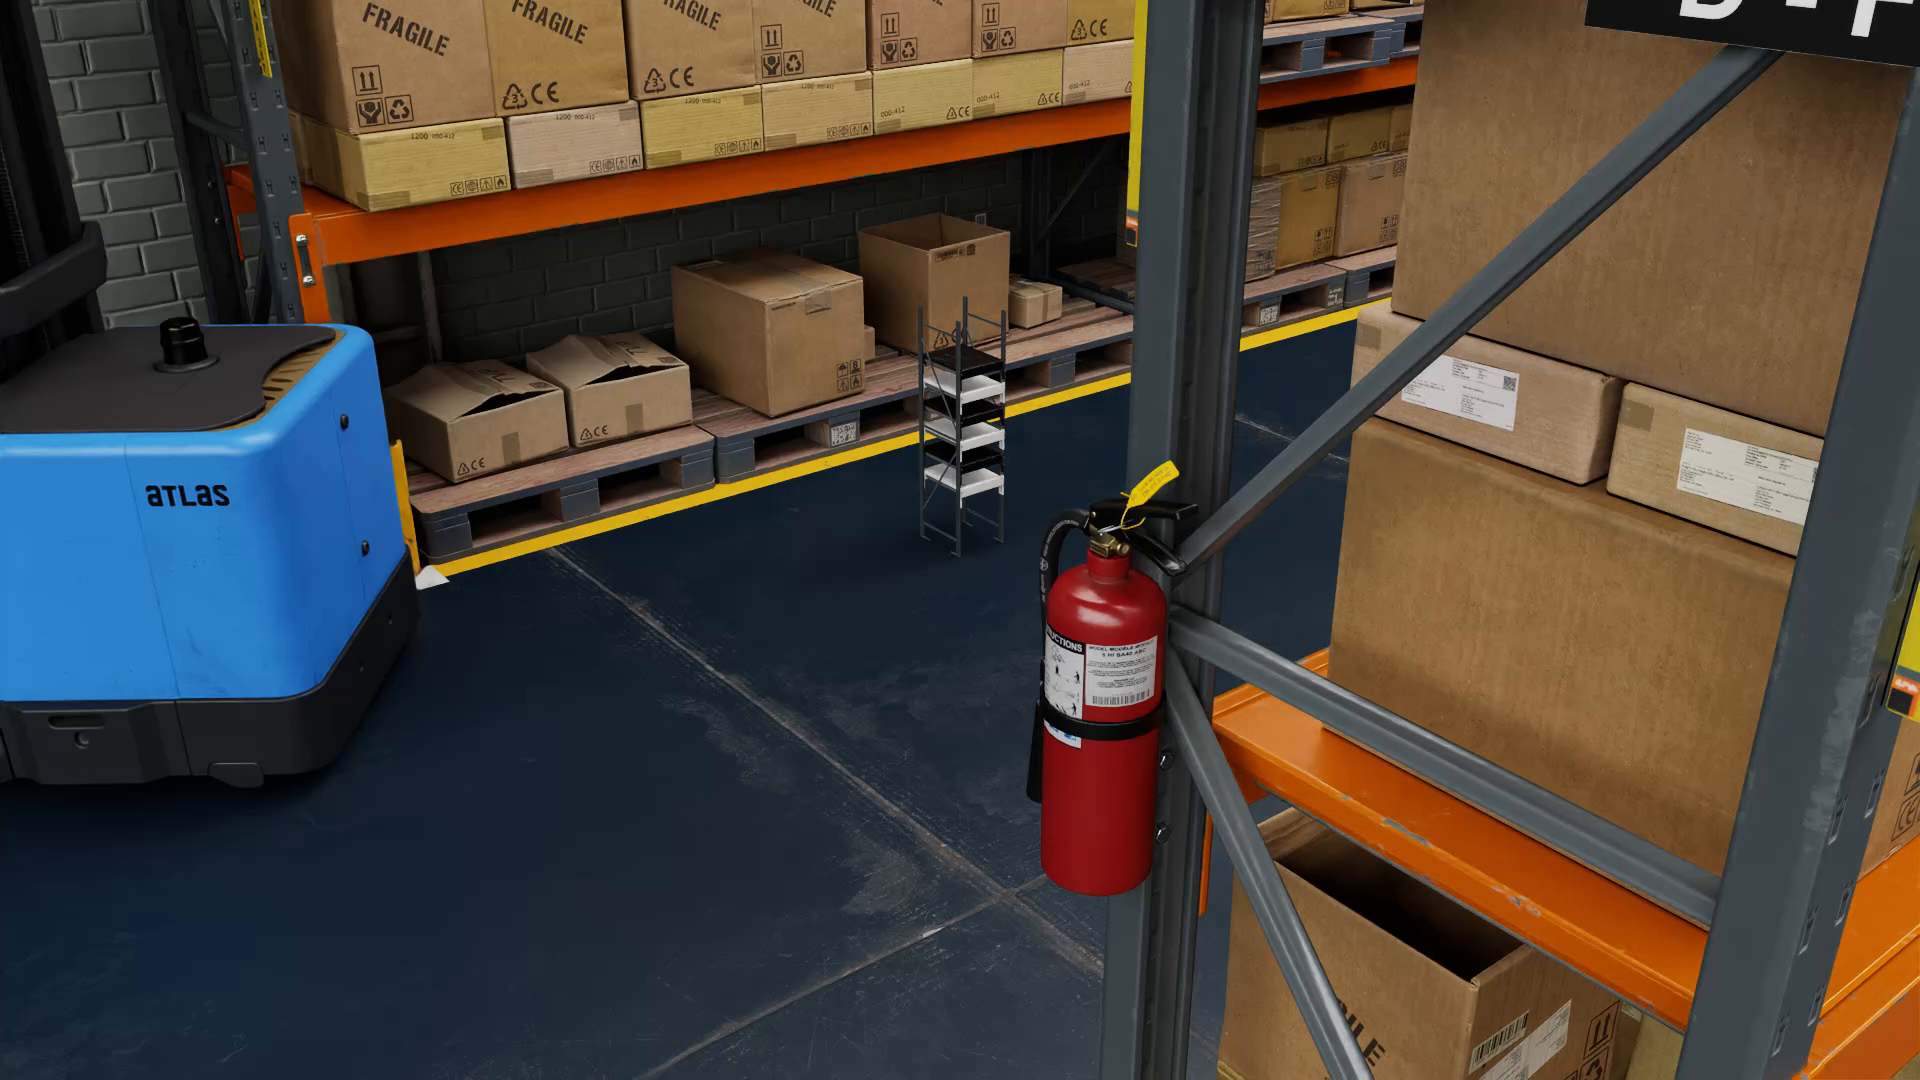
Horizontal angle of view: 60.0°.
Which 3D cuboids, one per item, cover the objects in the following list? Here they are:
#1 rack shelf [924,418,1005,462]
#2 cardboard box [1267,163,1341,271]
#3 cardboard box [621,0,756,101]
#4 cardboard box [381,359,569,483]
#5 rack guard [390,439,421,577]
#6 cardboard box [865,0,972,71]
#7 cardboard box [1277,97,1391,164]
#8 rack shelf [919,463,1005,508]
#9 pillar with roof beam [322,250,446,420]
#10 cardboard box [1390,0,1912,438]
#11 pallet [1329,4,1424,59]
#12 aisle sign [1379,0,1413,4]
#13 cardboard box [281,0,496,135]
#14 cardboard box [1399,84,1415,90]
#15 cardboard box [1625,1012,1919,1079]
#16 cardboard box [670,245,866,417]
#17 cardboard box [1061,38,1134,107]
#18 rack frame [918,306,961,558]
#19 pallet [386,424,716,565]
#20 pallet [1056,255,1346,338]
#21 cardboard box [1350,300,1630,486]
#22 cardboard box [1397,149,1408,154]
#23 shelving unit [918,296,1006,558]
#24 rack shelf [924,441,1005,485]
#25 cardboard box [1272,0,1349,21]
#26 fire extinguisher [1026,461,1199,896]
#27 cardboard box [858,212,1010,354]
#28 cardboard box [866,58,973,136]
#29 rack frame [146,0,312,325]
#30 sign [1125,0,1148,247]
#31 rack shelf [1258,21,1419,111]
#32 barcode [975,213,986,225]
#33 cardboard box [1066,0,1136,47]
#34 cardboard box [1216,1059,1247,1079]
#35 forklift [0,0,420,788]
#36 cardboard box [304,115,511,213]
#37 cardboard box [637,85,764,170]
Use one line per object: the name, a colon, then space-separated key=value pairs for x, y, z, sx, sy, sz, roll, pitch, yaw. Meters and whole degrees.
rack shelf: x=0.006 y=-0.380 z=6.079 sx=0.200 sy=0.077 sz=0.258 roll=-18 pitch=31 yaw=-34
cardboard box: x=1.618 y=-1.818 z=9.051 sx=0.500 sy=0.500 sz=0.700 roll=-19 pitch=31 yaw=-35
cardboard box: x=-1.108 y=-1.929 z=6.106 sx=0.500 sy=0.500 sz=0.500 roll=-19 pitch=31 yaw=-36
cardboard box: x=-1.874 y=-0.496 z=6.426 sx=0.500 sy=0.311 sz=0.500 roll=-23 pitch=33 yaw=-40
rack guard: x=-2.415 y=-0.252 z=6.199 sx=0.348 sy=0.500 sz=1.175 roll=-18 pitch=31 yaw=-34
cardboard box: x=-0.300 y=-2.202 z=6.695 sx=0.500 sy=0.500 sz=0.500 roll=-19 pitch=31 yaw=-35
cardboard box: x=1.994 y=-2.260 z=9.111 sx=0.500 sy=0.250 sz=0.500 roll=-19 pitch=31 yaw=-35
rack shelf: x=0.006 y=-0.217 z=6.155 sx=0.200 sy=0.077 sz=0.258 roll=-18 pitch=31 yaw=-34
pillar with roof beam: x=0.199 y=-3.129 z=2.304 sx=0.400 sy=9.000 sz=9.100 roll=-18 pitch=31 yaw=-34
cardboard box: x=1.002 y=-0.491 z=2.084 sx=0.500 sy=0.500 sz=0.700 roll=-18 pitch=30 yaw=-34
pallet: x=2.289 y=-2.829 z=9.011 sx=1.213 sy=0.211 sz=1.003 roll=-18 pitch=31 yaw=-34
aisle sign: x=0.352 y=-0.985 z=1.722 sx=0.004 sy=0.787 sz=0.394 roll=-18 pitch=31 yaw=-34
cardboard box: x=-1.913 y=-1.672 z=5.552 sx=0.500 sy=0.500 sz=0.500 roll=-18 pitch=31 yaw=-34
cardboard box: x=2.799 y=-2.518 z=9.669 sx=0.500 sy=0.250 sz=0.500 roll=-18 pitch=30 yaw=-33
cardboard box: x=1.537 y=0.795 z=2.851 sx=0.500 sy=0.500 sz=0.500 roll=-18 pitch=31 yaw=-34
cardboard box: x=-0.818 y=-0.904 z=7.081 sx=0.500 sy=0.500 sz=0.700 roll=-21 pitch=32 yaw=-37
cardboard box: x=0.488 y=-2.123 z=7.415 sx=0.500 sy=0.250 sz=0.500 roll=-18 pitch=30 yaw=-34
rack frame: x=-0.074 y=-0.384 z=6.008 sx=0.006 sy=0.900 sz=0.240 roll=-18 pitch=31 yaw=-34
pallet: x=-1.753 y=-0.320 z=6.689 sx=1.213 sy=0.211 sz=1.003 roll=-18 pitch=31 yaw=-34
pallet: x=1.285 y=-1.343 z=8.893 sx=1.213 sy=0.211 sz=1.003 roll=-18 pitch=31 yaw=-34
cardboard box: x=0.768 y=-0.228 z=2.289 sx=0.250 sy=0.149 sz=0.380 roll=-19 pitch=31 yaw=-35
cardboard box: x=2.436 y=-2.072 z=9.598 sx=0.500 sy=0.500 sz=0.700 roll=-18 pitch=31 yaw=-34
shelving unit: x=0.006 y=-0.410 z=6.065 sx=0.210 sy=0.900 sz=0.258 roll=-18 pitch=31 yaw=-34
rack shelf: x=0.006 y=-0.298 z=6.117 sx=0.200 sy=0.077 sz=0.258 roll=-18 pitch=31 yaw=-34
cardboard box: x=1.539 y=-2.914 z=8.323 sx=0.500 sy=0.500 sz=0.700 roll=-15 pitch=29 yaw=-29
fire extinguisher: x=0.206 y=0.186 z=2.378 sx=0.183 sy=0.674 sz=0.296 roll=-18 pitch=31 yaw=-34
cardboard box: x=-0.119 y=-1.188 z=7.693 sx=0.500 sy=0.500 sz=0.500 roll=-21 pitch=32 yaw=-38
cardboard box: x=-0.296 y=-1.860 z=6.849 sx=0.500 sy=0.250 sz=0.500 roll=-18 pitch=31 yaw=-34
rack frame: x=-2.474 y=-1.366 z=5.630 sx=0.127 sy=3.000 sz=1.000 roll=-18 pitch=31 yaw=-34
sign: x=0.261 y=-0.542 z=2.198 sx=0.005 sy=0.325 sz=0.100 roll=-18 pitch=31 yaw=-34
rack shelf: x=2.247 y=-2.598 z=9.140 sx=4.000 sy=0.370 sz=1.077 roll=-18 pitch=31 yaw=-34
barcode: x=0.100 y=-1.555 z=8.104 sx=0.075 sy=0.075 sz=0.001 roll=-18 pitch=31 yaw=-34
cardboard box: x=0.492 y=-2.461 z=7.253 sx=0.500 sy=0.500 sz=0.500 roll=-18 pitch=31 yaw=-34
cardboard box: x=0.825 y=1.094 z=3.098 sx=0.500 sy=0.250 sz=0.500 roll=-18 pitch=31 yaw=-34
forklift: x=-3.299 y=-0.812 z=4.519 sx=3.031 sy=2.935 sz=1.130 roll=-1 pitch=25 yaw=-1
cardboard box: x=-1.894 y=-1.329 z=5.704 sx=0.500 sy=0.250 sz=0.500 roll=-19 pitch=31 yaw=-35
cardboard box: x=-1.090 y=-1.599 z=6.286 sx=0.500 sy=0.250 sz=0.500 roll=-19 pitch=31 yaw=-35
